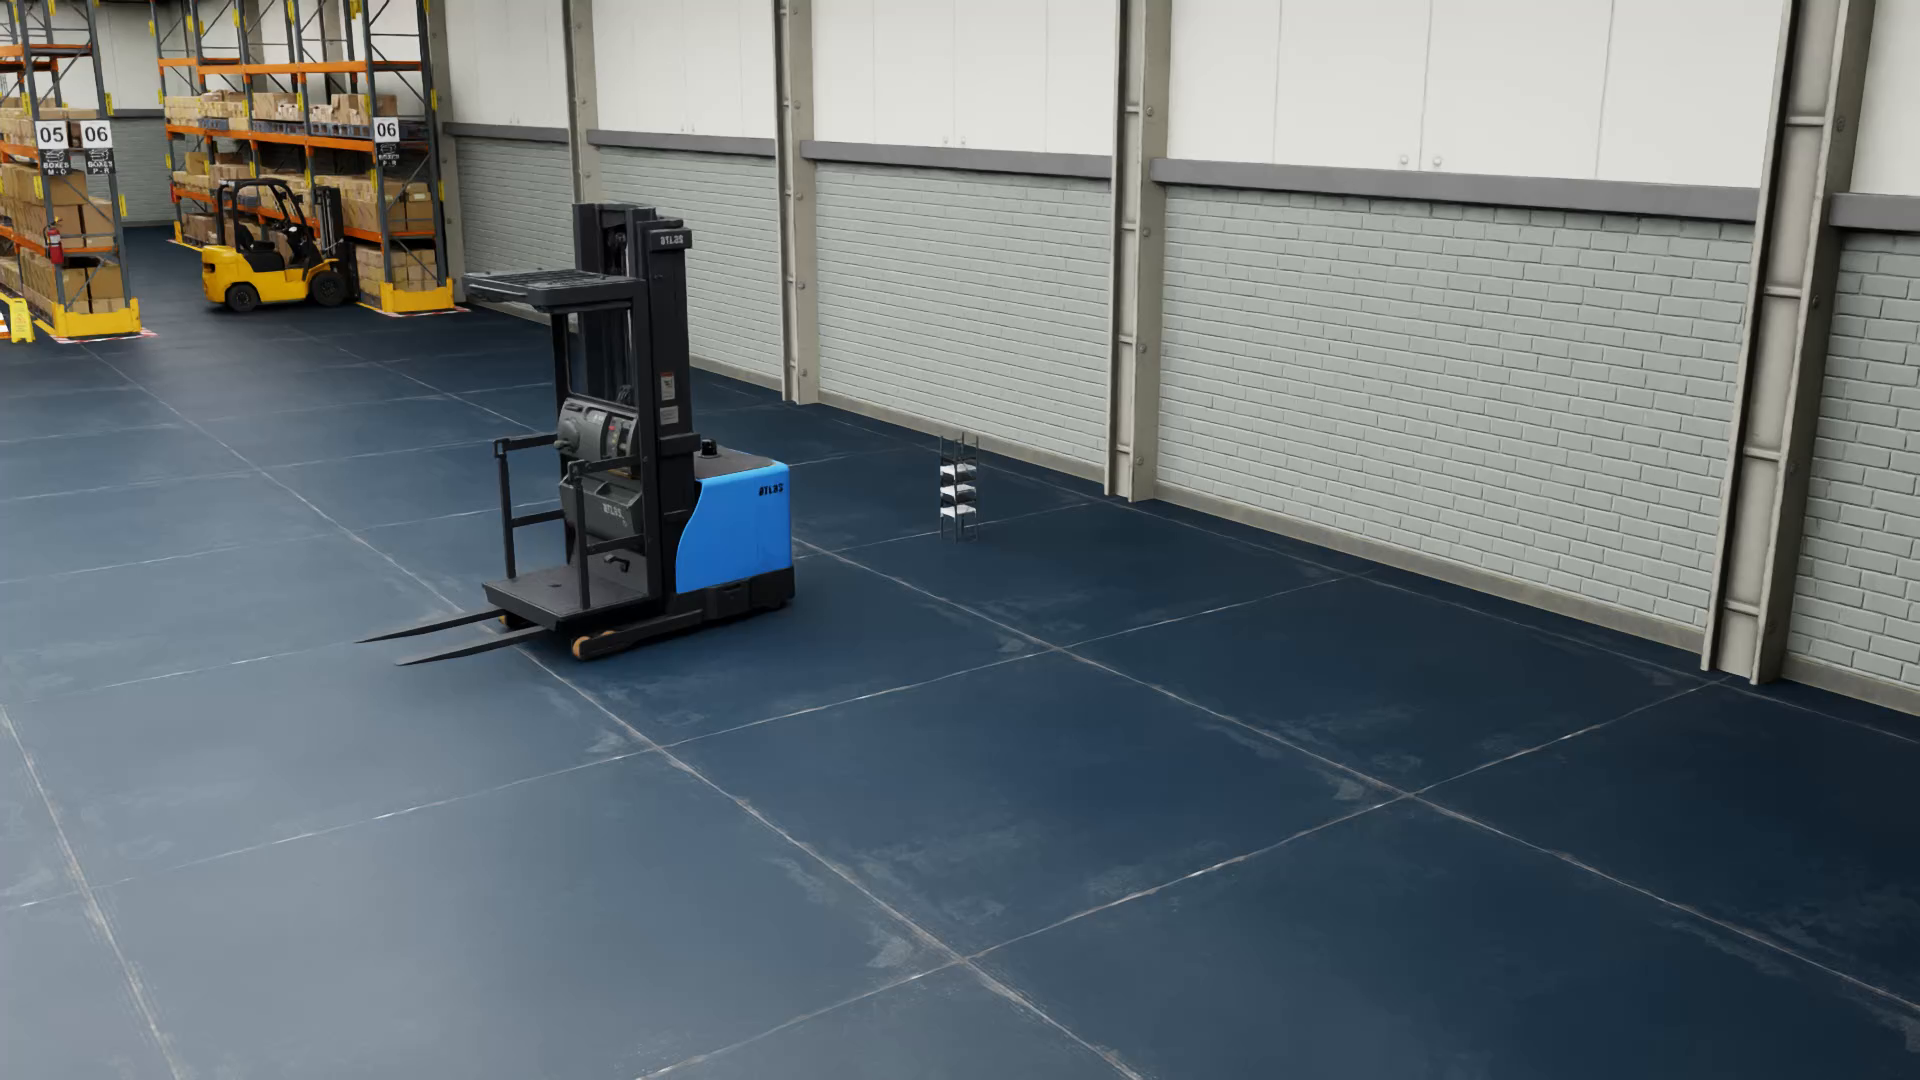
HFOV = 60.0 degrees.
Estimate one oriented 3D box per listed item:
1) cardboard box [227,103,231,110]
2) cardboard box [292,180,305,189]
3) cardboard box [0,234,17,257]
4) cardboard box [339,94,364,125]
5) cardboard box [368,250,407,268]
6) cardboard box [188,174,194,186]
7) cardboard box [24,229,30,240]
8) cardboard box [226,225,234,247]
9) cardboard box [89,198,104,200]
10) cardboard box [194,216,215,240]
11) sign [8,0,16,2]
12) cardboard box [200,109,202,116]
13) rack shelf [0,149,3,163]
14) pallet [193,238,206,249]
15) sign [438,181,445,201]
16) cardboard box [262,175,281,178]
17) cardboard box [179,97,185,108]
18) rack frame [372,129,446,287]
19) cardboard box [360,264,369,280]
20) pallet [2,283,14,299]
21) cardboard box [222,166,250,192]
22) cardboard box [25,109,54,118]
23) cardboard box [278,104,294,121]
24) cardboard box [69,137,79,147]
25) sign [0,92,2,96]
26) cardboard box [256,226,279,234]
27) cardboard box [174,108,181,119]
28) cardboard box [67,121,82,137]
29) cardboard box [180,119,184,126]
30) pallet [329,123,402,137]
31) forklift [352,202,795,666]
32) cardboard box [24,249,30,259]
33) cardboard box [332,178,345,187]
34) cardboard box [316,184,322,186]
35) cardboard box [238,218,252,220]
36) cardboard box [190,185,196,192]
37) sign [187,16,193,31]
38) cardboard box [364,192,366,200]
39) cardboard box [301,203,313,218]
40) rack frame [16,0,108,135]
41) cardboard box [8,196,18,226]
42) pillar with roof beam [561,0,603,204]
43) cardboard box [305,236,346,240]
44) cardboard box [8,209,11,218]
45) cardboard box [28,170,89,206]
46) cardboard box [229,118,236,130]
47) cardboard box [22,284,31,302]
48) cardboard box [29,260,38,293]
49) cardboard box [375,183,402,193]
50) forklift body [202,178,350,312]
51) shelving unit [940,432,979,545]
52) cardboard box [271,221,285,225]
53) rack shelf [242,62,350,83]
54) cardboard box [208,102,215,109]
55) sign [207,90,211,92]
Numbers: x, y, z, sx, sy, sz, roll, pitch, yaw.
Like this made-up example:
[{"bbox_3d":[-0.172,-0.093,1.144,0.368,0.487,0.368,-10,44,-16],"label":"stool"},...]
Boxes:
[{"bbox_3d":[-15.217,-9.138,35.066,0.380,0.149,0.250,-11,19,-34],"label":"cardboard box"},{"bbox_3d":[-12.570,-6.817,31.885,0.380,0.149,0.250,-12,19,-36],"label":"cardboard box"},{"bbox_3d":[-18.364,-5.691,32.415,0.875,0.875,0.875,-11,19,-35],"label":"cardboard box"},{"bbox_3d":[-10.287,-7.452,28.765,0.700,0.500,0.500,-11,19,-34],"label":"cardboard box"},{"bbox_3d":[-9.831,-4.824,28.538,0.500,0.250,0.500,-10,18,-33],"label":"cardboard box"},{"bbox_3d":[-17.752,-8.443,38.963,0.500,0.250,0.500,-11,19,-36],"label":"cardboard box"},{"bbox_3d":[-15.003,-4.985,27.085,0.380,0.149,0.250,-11,19,-34],"label":"cardboard box"},{"bbox_3d":[-15.941,-6.724,36.902,0.500,0.500,0.500,-11,19,-35],"label":"cardboard box"},{"bbox_3d":[-13.983,-5.199,26.636,0.500,0.500,0.500,-11,19,-36],"label":"cardboard box"},{"bbox_3d":[-17.732,-7.367,39.249,0.500,0.500,0.500,-10,18,-34],"label":"cardboard box"},{"bbox_3d":[-13.782,-7.983,24.127,0.100,0.325,0.005,-11,19,-35],"label":"sign"},{"bbox_3d":[-16.510,-9.429,36.652,0.380,0.149,0.250,-11,19,-34],"label":"cardboard box"},{"bbox_3d":[-16.849,-7.025,29.742,1.077,0.370,4.000,-11,19,-35],"label":"rack shelf"},{"bbox_3d":[-17.489,-7.040,39.400,1.003,0.211,1.213,-11,19,-35],"label":"pallet"},{"bbox_3d":[-8.856,-5.956,28.366,0.100,0.325,0.005,-11,19,-35],"label":"sign"},{"bbox_3d":[-13.905,-7.314,33.700,0.380,0.149,0.250,-10,18,-33],"label":"cardboard box"},{"bbox_3d":[-17.760,-10.133,38.510,0.500,0.250,0.500,-10,18,-33],"label":"cardboard box"},{"bbox_3d":[-9.308,-5.415,28.180,1.000,3.000,0.127,-11,19,-35],"label":"rack frame"},{"bbox_3d":[-10.134,-4.697,29.022,0.500,0.250,0.500,-11,19,-35],"label":"cardboard box"},{"bbox_3d":[-16.854,-4.580,30.410,1.003,0.211,1.213,-11,19,-35],"label":"pallet"},{"bbox_3d":[-15.495,-7.812,35.953,0.700,0.500,0.500,-11,19,-35],"label":"cardboard box"},{"bbox_3d":[-14.290,-6.609,25.824,0.380,0.149,0.250,-11,19,-35],"label":"cardboard box"},{"bbox_3d":[-12.734,-8.205,31.874,0.500,0.311,0.500,-12,19,-36],"label":"cardboard box"},{"bbox_3d":[-13.480,-6.133,25.597,0.380,0.149,0.250,-12,19,-36],"label":"cardboard box"},{"bbox_3d":[-19.944,-9.141,34.534,0.100,0.325,0.005,-11,19,-35],"label":"sign"},{"bbox_3d":[-14.507,-6.500,34.852,0.380,0.149,0.250,-12,19,-37],"label":"cardboard box"},{"bbox_3d":[-18.070,-9.996,38.955,0.500,0.250,0.500,-12,19,-36],"label":"cardboard box"},{"bbox_3d":[-13.401,-6.311,25.490,0.500,0.250,0.500,-11,19,-36],"label":"cardboard box"},{"bbox_3d":[-17.894,-9.711,38.669,0.380,0.149,0.250,-11,19,-34],"label":"cardboard box"},{"bbox_3d":[-10.425,-7.235,29.315,1.003,0.211,1.213,-11,19,-35],"label":"pallet"},{"bbox_3d":[-2.638,-0.755,11.283,3.031,2.935,1.130,-14,21,-42],"label":"forklift"},{"bbox_3d":[-15.216,-4.736,27.461,0.380,0.149,0.250,-10,18,-32],"label":"cardboard box"},{"bbox_3d":[-11.086,-6.443,29.953,0.380,0.149,0.250,-11,19,-35],"label":"cardboard box"},{"bbox_3d":[-11.686,-6.522,30.804,0.380,0.149,0.250,-11,19,-35],"label":"cardboard box"},{"bbox_3d":[-15.811,-7.013,36.729,0.380,0.149,0.250,-11,19,-35],"label":"cardboard box"},{"bbox_3d":[-17.856,-8.262,39.057,0.380,0.149,0.250,-10,18,-33],"label":"cardboard box"},{"bbox_3d":[-16.814,-11.280,36.323,0.100,0.325,0.005,-11,19,-35],"label":"sign"},{"bbox_3d":[-10.016,-5.922,28.613,0.380,0.149,0.250,-10,18,-34],"label":"cardboard box"},{"bbox_3d":[-12.168,-6.264,31.566,0.500,0.250,0.500,-10,18,-33],"label":"cardboard box"},{"bbox_3d":[-13.321,-7.538,24.570,1.000,3.000,0.127,-11,19,-35],"label":"rack frame"},{"bbox_3d":[-15.640,-5.553,27.929,0.500,0.500,0.500,-11,19,-35],"label":"cardboard box"},{"bbox_3d":[-8.943,-6.648,21.320,9.100,9.000,0.400,-11,19,-35],"label":"pillar with roof beam"},{"bbox_3d":[-12.426,-5.603,32.570,0.875,0.625,0.625,-11,19,-35],"label":"cardboard box"},{"bbox_3d":[-16.199,-5.647,28.706,0.380,0.149,0.250,-11,19,-34],"label":"cardboard box"},{"bbox_3d":[-13.798,-5.393,25.453,0.700,0.500,0.500,-11,19,-36],"label":"cardboard box"},{"bbox_3d":[-15.101,-8.784,35.090,0.500,0.250,0.500,-11,19,-35],"label":"cardboard box"},{"bbox_3d":[-15.545,-4.207,28.177,0.500,0.250,0.500,-12,19,-37],"label":"cardboard box"},{"bbox_3d":[-14.917,-4.345,27.262,0.500,0.500,0.500,-10,18,-32],"label":"cardboard box"},{"bbox_3d":[-9.689,-5.964,28.202,0.380,0.149,0.250,-11,19,-34],"label":"cardboard box"},{"bbox_3d":[-11.899,-5.128,28.737,2.313,2.155,1.214,-11,19,-35],"label":"forklift body"},{"bbox_3d":[-0.005,-0.436,13.964,0.258,0.900,0.210,-11,19,-35],"label":"shelving unit"},{"bbox_3d":[-14.690,-6.815,36.006,0.380,0.149,0.250,-11,19,-36],"label":"cardboard box"},{"bbox_3d":[-12.836,-9.050,32.217,1.077,0.370,4.000,-11,19,-35],"label":"rack shelf"},{"bbox_3d":[-16.041,-9.408,36.014,0.380,0.149,0.250,-11,19,-35],"label":"cardboard box"},{"bbox_3d":[-18.255,-10.788,40.449,0.100,0.325,0.005,-11,19,-35],"label":"sign"}]
